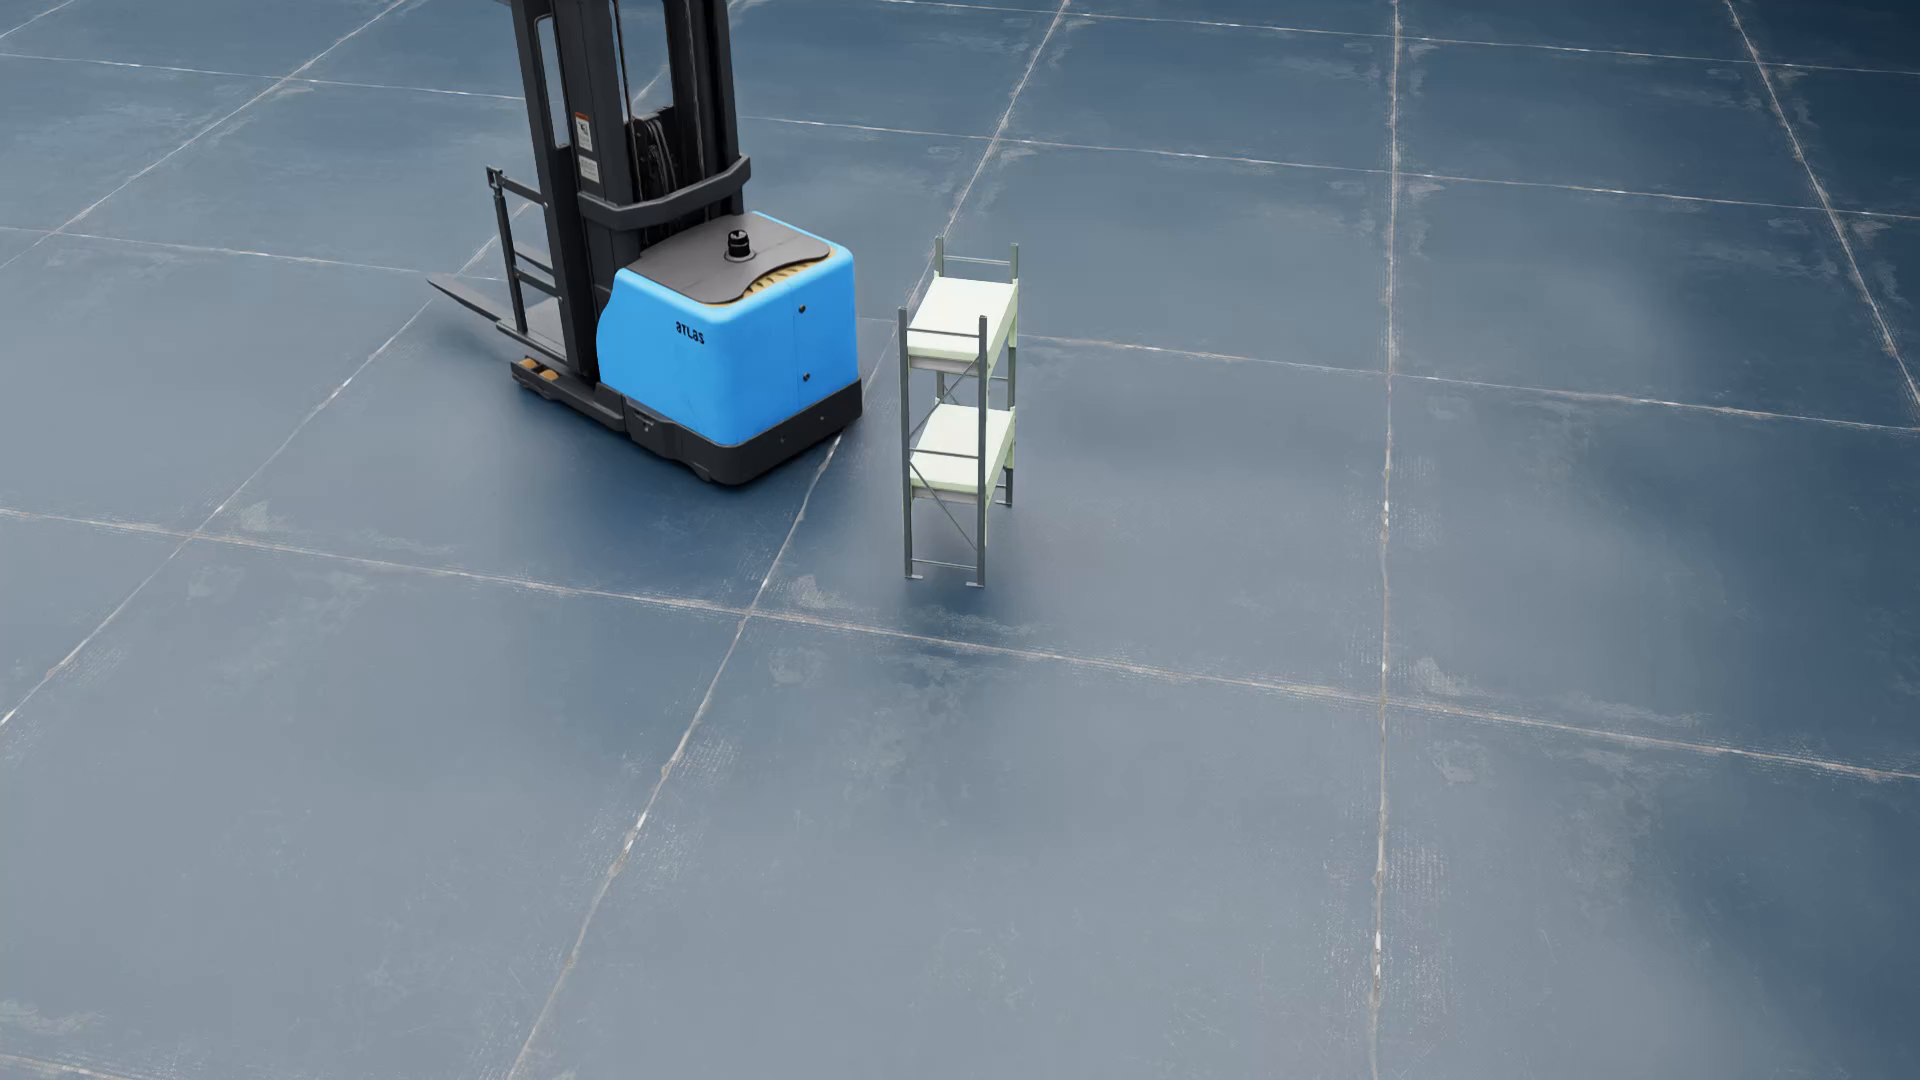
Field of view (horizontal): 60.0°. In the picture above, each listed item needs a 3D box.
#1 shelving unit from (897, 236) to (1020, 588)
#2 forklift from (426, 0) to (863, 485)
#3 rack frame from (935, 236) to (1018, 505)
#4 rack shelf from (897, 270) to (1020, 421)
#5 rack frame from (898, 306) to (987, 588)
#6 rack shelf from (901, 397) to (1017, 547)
[{"bbox_3d":[0.001,-0.611,8.085,0.431,1.500,0.755,7,37,10],"label":"shelving unit"},{"bbox_3d":[-1.990,-2.211,9.074,3.031,2.935,1.130,27,44,32],"label":"forklift"},{"bbox_3d":[0.080,-0.821,8.375,0.400,1.500,0.023,7,37,10],"label":"rack frame"},{"bbox_3d":[0.001,-0.927,7.856,0.431,0.370,0.720,7,37,10],"label":"rack shelf"},{"bbox_3d":[-0.077,-0.401,7.796,0.400,1.500,0.023,7,37,10],"label":"rack frame"},{"bbox_3d":[0.001,-0.347,8.277,0.431,0.370,0.720,7,37,10],"label":"rack shelf"}]
